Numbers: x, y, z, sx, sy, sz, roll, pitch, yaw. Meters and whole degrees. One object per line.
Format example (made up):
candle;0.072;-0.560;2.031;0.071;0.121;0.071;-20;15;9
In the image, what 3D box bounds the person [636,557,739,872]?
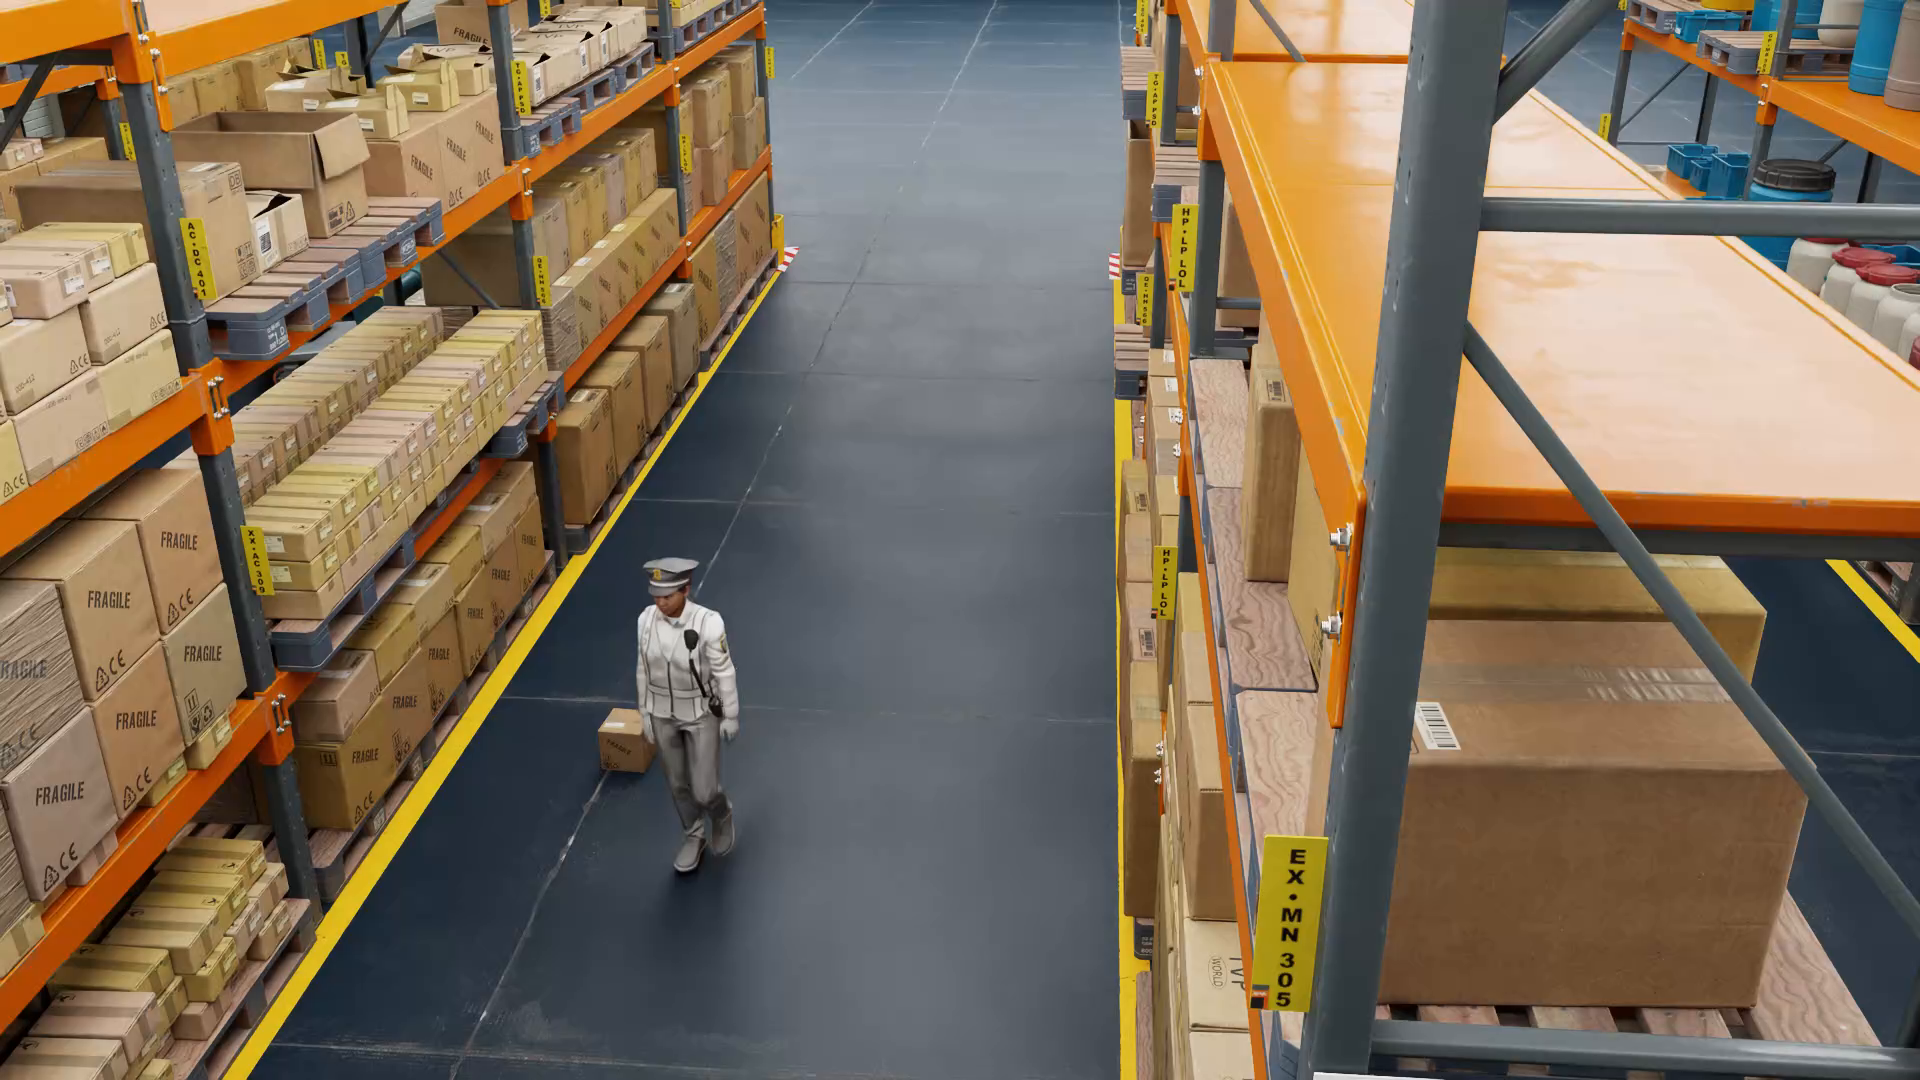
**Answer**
person;-1.330;0.854;8.055;0.508;1.667;0.433;6;25;13
